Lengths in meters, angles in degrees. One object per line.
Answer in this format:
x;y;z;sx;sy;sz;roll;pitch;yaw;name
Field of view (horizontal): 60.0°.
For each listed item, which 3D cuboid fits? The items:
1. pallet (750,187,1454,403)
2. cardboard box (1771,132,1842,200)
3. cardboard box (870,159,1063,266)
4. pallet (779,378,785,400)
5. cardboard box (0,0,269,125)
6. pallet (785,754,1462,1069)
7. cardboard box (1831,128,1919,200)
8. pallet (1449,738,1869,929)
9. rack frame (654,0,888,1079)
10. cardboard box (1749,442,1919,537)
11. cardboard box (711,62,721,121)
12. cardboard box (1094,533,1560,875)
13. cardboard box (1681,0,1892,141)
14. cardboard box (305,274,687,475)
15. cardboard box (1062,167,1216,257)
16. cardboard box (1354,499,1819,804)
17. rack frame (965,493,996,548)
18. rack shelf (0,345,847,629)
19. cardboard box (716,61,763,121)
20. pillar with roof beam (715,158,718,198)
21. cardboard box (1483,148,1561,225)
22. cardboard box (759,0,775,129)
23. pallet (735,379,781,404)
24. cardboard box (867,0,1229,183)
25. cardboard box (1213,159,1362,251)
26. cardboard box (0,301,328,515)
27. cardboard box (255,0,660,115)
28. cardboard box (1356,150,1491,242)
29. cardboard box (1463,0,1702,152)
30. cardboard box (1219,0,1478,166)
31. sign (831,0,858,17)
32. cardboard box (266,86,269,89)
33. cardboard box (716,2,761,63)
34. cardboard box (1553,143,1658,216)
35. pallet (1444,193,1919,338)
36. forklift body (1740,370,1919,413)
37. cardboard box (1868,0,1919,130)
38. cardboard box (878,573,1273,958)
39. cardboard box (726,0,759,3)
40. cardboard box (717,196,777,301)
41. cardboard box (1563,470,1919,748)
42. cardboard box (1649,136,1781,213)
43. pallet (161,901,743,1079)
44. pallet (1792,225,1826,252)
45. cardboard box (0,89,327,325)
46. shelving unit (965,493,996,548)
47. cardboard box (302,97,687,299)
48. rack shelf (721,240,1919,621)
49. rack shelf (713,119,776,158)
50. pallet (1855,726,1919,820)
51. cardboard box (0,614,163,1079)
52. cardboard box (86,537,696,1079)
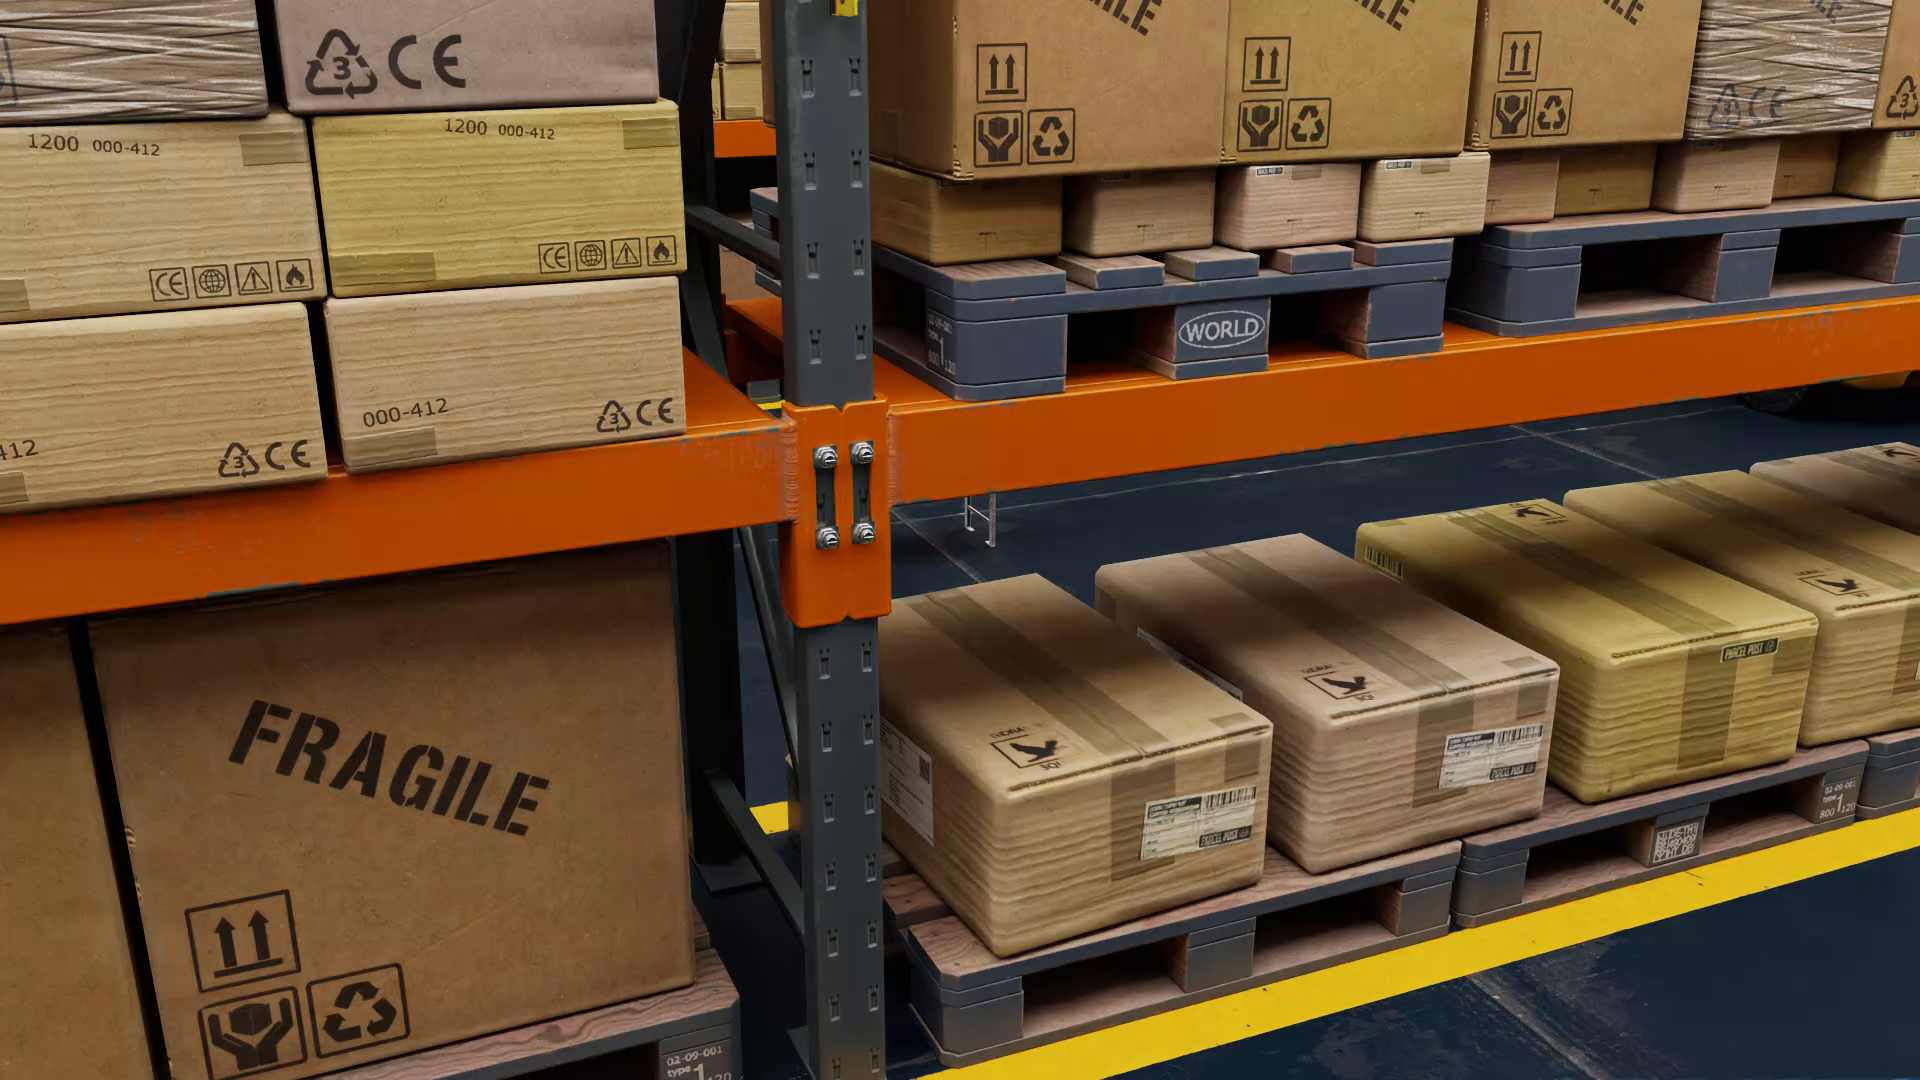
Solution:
0.222;-0.570;3.414;1.003;0.211;1.213;-8;21;-22;pallet
1.694;-0.855;3.681;0.250;0.149;0.380;-9;21;-24;cardboard box
-0.018;-0.600;2.956;0.250;0.149;0.380;-9;22;-25;cardboard box
-0.470;-0.988;8.510;1.213;0.211;1.003;-8;21;-22;pallet
-1.229;-0.836;2.222;0.500;0.500;0.500;-8;21;-21;cardboard box
0.328;0.678;3.777;1.213;0.211;1.003;-8;21;-22;pallet
1.977;-0.859;3.690;0.250;0.149;0.380;-8;21;-22;cardboard box
1.446;0.519;4.230;1.213;0.211;1.003;-8;21;-22;pallet
-0.390;-0.535;3.024;0.127;3.000;1.000;-8;21;-22;rack frame
2.802;0.050;4.687;0.625;0.372;0.950;-8;21;-21;cardboard box
-1.392;-2.025;7.484;0.500;0.250;0.500;-9;21;-23;cardboard box
0.807;0.336;3.875;0.625;0.372;0.950;-9;21;-23;cardboard box
1.537;-1.115;3.441;0.500;0.500;0.500;-9;21;-24;cardboard box
-0.752;-0.318;2.635;0.500;0.250;0.500;-9;21;-24;cardboard box
0.255;-0.627;3.032;0.250;0.149;0.380;-10;22;-25;cardboard box
1.505;0.238;4.154;0.625;0.372;0.950;-7;21;-20;cardboard box
0.072;-0.576;5.852;0.015;1.200;0.240;-8;21;-22;rack frame
-2.227;0.068;2.396;4.000;0.370;1.077;-8;21;-22;rack shelf
-0.922;-2.095;7.682;0.500;0.250;0.500;-9;21;-24;cardboard box
0.185;-4.011;3.864;0.400;9.000;9.100;-8;21;-22;pillar with roof beam
0.975;-0.734;3.337;0.250;0.149;0.380;-7;21;-19;cardboard box
-0.083;-1.065;3.298;0.500;0.500;0.500;-9;21;-23;cardboard box
-1.589;-0.829;8.058;1.213;0.211;1.003;-8;21;-22;pallet
0.115;-0.909;2.856;0.500;0.500;0.500;-9;21;-23;cardboard box
0.524;-0.649;3.095;0.250;0.149;0.380;-10;22;-25;cardboard box
-1.215;-0.246;2.430;0.500;0.250;0.500;-8;21;-21;cardboard box
-0.761;-0.906;2.421;0.500;0.500;0.500;-9;21;-23;cardboard box
0.785;-0.679;3.180;0.250;0.149;0.380;-8;21;-22;cardboard box
1.075;-1.051;3.261;0.500;0.500;0.500;-8;21;-21;cardboard box
0.590;-0.979;3.056;0.500;0.500;0.500;-7;21;-19;cardboard box
-0.167;-0.912;2.352;0.005;0.325;0.100;-8;21;-22;sign
-1.392;-0.995;2.675;0.500;0.500;0.500;-8;21;-22;cardboard box
-0.908;-2.325;7.583;0.500;0.250;0.500;-9;21;-23;cardboard box
1.219;-0.784;3.477;0.250;0.149;0.380;-7;21;-20;cardboard box
1.411;-0.717;3.831;1.213;0.211;1.003;-8;21;-22;pallet
3.967;-1.894;8.163;1.214;2.155;2.313;-8;21;-22;forklift body
2.018;-1.184;3.637;0.500;0.500;0.500;-7;21;-20;cardboard box
0.132;0.436;3.593;0.625;0.372;0.950;-10;22;-26;cardboard box
-1.026;-2.510;7.508;0.250;0.149;0.380;-8;21;-21;cardboard box
-1.185;-1.292;8.118;0.625;0.625;0.875;-7;21;-20;cardboard box
2.143;0.146;4.415;0.625;0.372;0.950;-7;21;-19;cardboard box
1.485;-0.798;3.518;0.250;0.149;0.380;-7;21;-20;cardboard box
-1.144;0.862;3.257;1.213;0.211;1.003;-8;21;-22;pallet
2.523;-0.914;4.390;1.213;0.211;1.003;-8;21;-22;pallet
-1.204;-0.490;2.370;0.500;0.250;0.500;-9;21;-23;cardboard box
-0.152;-0.544;5.761;0.503;1.200;0.258;-8;21;-22;shelving unit
-0.734;-0.558;2.564;0.500;0.250;0.500;-8;21;-22;cardboard box
1.446;-0.458;3.890;4.000;0.370;1.077;-8;21;-22;rack shelf
-0.523;-1.971;8.188;4.000;0.370;1.077;-8;21;-22;rack shelf
2.568;0.357;4.689;1.213;0.211;1.003;-8;21;-22;pallet
-1.878;0.451;2.791;0.875;0.875;0.875;-8;21;-21;cardboard box
-1.057;0.335;3.121;0.875;0.875;0.875;-8;21;-22;cardboard box
